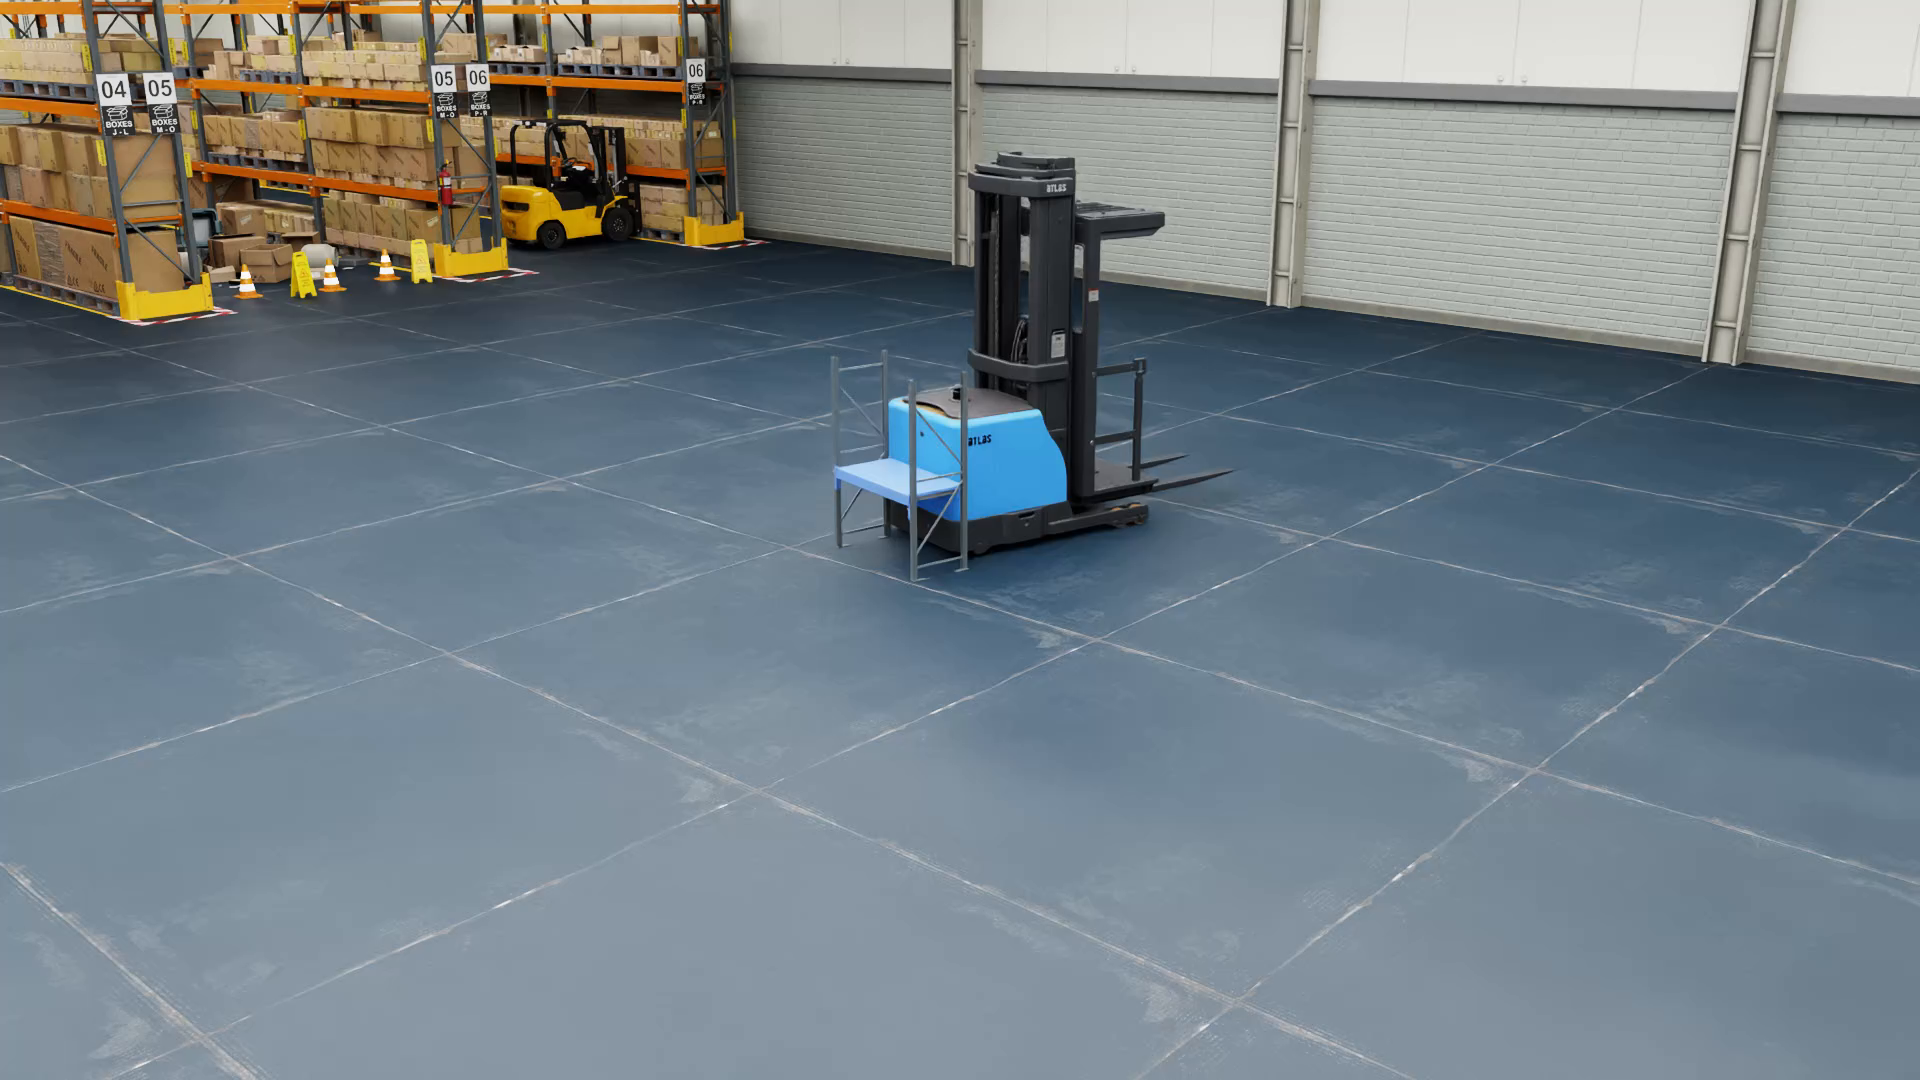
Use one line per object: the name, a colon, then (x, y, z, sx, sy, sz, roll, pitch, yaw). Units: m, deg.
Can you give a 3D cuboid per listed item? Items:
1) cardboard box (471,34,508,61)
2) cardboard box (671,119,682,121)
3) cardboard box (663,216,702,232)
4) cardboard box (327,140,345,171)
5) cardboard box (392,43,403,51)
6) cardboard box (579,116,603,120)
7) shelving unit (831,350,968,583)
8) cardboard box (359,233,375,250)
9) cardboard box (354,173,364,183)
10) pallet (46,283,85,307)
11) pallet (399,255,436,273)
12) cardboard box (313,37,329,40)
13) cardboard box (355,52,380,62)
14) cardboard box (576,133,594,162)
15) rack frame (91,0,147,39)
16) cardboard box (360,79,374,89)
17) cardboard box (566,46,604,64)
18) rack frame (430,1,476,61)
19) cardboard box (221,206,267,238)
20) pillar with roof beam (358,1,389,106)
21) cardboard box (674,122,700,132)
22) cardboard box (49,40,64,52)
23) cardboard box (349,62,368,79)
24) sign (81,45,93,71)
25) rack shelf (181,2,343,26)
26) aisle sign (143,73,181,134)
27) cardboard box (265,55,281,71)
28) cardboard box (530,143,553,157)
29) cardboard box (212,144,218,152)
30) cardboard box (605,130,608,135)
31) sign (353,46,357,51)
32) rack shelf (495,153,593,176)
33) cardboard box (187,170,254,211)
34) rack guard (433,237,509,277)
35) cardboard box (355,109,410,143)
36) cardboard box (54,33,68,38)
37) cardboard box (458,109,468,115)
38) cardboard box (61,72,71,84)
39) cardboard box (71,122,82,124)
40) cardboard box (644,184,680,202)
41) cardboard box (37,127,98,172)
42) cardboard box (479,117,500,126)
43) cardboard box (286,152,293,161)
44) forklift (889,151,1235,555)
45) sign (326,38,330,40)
cardboard box: (-9.295, -9.753, 32.901, 0.500, 0.500, 0.500, 16, 23, 41)
cardboard box: (-5.118, -7.604, 30.383, 0.250, 0.149, 0.380, 15, 23, 40)
cardboard box: (-5.014, -5.739, 30.087, 0.500, 0.250, 0.500, 15, 23, 40)
cardboard box: (-10.202, -6.448, 27.814, 0.500, 0.500, 0.500, 15, 23, 39)
cardboard box: (-11.670, -10.335, 34.858, 0.250, 0.149, 0.380, 14, 23, 38)
cardboard box: (-6.951, -7.916, 31.366, 0.250, 0.149, 0.380, 14, 23, 38)
shelving unit: (-0.457, -0.574, 12.442, 0.538, 1.500, 1.048, -13, 22, -35)
cardboard box: (-9.669, -5.005, 27.776, 0.500, 0.250, 0.500, 15, 23, 39)
cardboard box: (-9.763, -5.991, 27.447, 0.250, 0.149, 0.380, 15, 23, 40)
pallet: (-12.513, -3.621, 24.173, 1.213, 0.211, 1.003, 15, 23, 39)
pallet: (-8.386, -4.560, 27.131, 1.213, 0.211, 1.003, 15, 23, 39)
cardboard box: (-13.965, -11.021, 36.851, 0.500, 0.250, 0.500, 15, 23, 39)
cardboard box: (-9.500, -7.765, 26.760, 0.250, 0.149, 0.380, 16, 23, 40)
cardboard box: (-6.885, -7.428, 31.394, 0.500, 0.500, 0.500, 16, 23, 40)
rack frame: (-16.720, -10.972, 32.806, 0.127, 3.000, 1.000, 15, 23, 39)
cardboard box: (-9.376, -7.319, 26.672, 0.250, 0.149, 0.380, 15, 23, 39)
cardboard box: (-6.984, -9.043, 30.975, 0.500, 0.311, 0.500, 16, 23, 40)
rack frame: (-10.436, -11.292, 33.817, 0.127, 3.000, 1.000, 15, 23, 39)
cardboard box: (-11.896, -5.267, 27.628, 0.500, 0.500, 0.500, 15, 23, 39)
pillar with roof beam: (-16.208, -11.465, 34.361, 0.400, 9.000, 9.100, 15, 23, 39)
cardboard box: (-4.861, -7.349, 29.581, 0.250, 0.149, 0.380, 15, 23, 39)
cardboard box: (-12.004, -6.645, 22.369, 0.250, 0.149, 0.380, 16, 23, 40)
cardboard box: (-9.452, -7.550, 26.739, 0.500, 0.250, 0.500, 15, 23, 40)
sign: (-11.325, -6.257, 21.575, 0.005, 0.325, 0.100, 15, 23, 39)
rack shelf: (-12.232, -9.233, 29.180, 4.000, 0.370, 1.077, 15, 23, 39)
aisle sign: (-10.703, -5.855, 22.305, 0.004, 0.787, 0.394, 15, 23, 39)
cardboard box: (-11.645, -8.251, 28.748, 0.500, 0.250, 0.500, 15, 23, 40)
cardboard box: (-7.995, -7.600, 32.349, 0.500, 0.250, 0.500, 16, 23, 40)
cardboard box: (-13.609, -7.282, 30.820, 0.250, 0.149, 0.380, 13, 22, 36)
cardboard box: (-6.443, -7.599, 30.861, 0.250, 0.149, 0.380, 14, 22, 38)
sign: (-10.382, -8.306, 28.512, 0.005, 0.325, 0.100, 15, 23, 39)
rack shelf: (-8.941, -7.688, 33.568, 4.000, 0.370, 1.077, 15, 23, 39)
cardboard box: (-14.190, -6.654, 31.937, 0.875, 0.875, 0.875, 15, 23, 39)
rack guard: (-7.802, -4.527, 26.548, 0.348, 0.500, 1.175, 15, 23, 39)
cardboard box: (-9.376, -6.736, 27.068, 0.500, 0.500, 0.700, 15, 23, 39)
cardboard box: (-18.304, -10.202, 34.315, 0.500, 0.500, 0.500, 16, 23, 40)
cardboard box: (-10.718, -8.819, 35.083, 0.500, 0.500, 0.500, 16, 24, 42)
cardboard box: (-11.809, -6.213, 22.325, 0.250, 0.149, 0.380, 15, 23, 40)
cardboard box: (-18.011, -8.395, 34.439, 0.500, 0.500, 0.500, 15, 23, 38)
cardboard box: (-5.390, -6.316, 30.252, 0.500, 0.250, 0.500, 16, 23, 40)
cardboard box: (-12.491, -5.542, 23.581, 0.500, 0.550, 0.875, 15, 23, 39)
cardboard box: (-9.421, -8.402, 33.390, 0.250, 0.149, 0.380, 16, 23, 40)
cardboard box: (-11.490, -6.684, 28.935, 0.250, 0.149, 0.380, 14, 22, 38)
forklift: (0.923, -1.612, 13.345, 3.031, 2.935, 1.130, -12, 21, -32)
sign: (-13.783, -10.788, 36.331, 0.005, 0.325, 0.100, 15, 23, 39)
